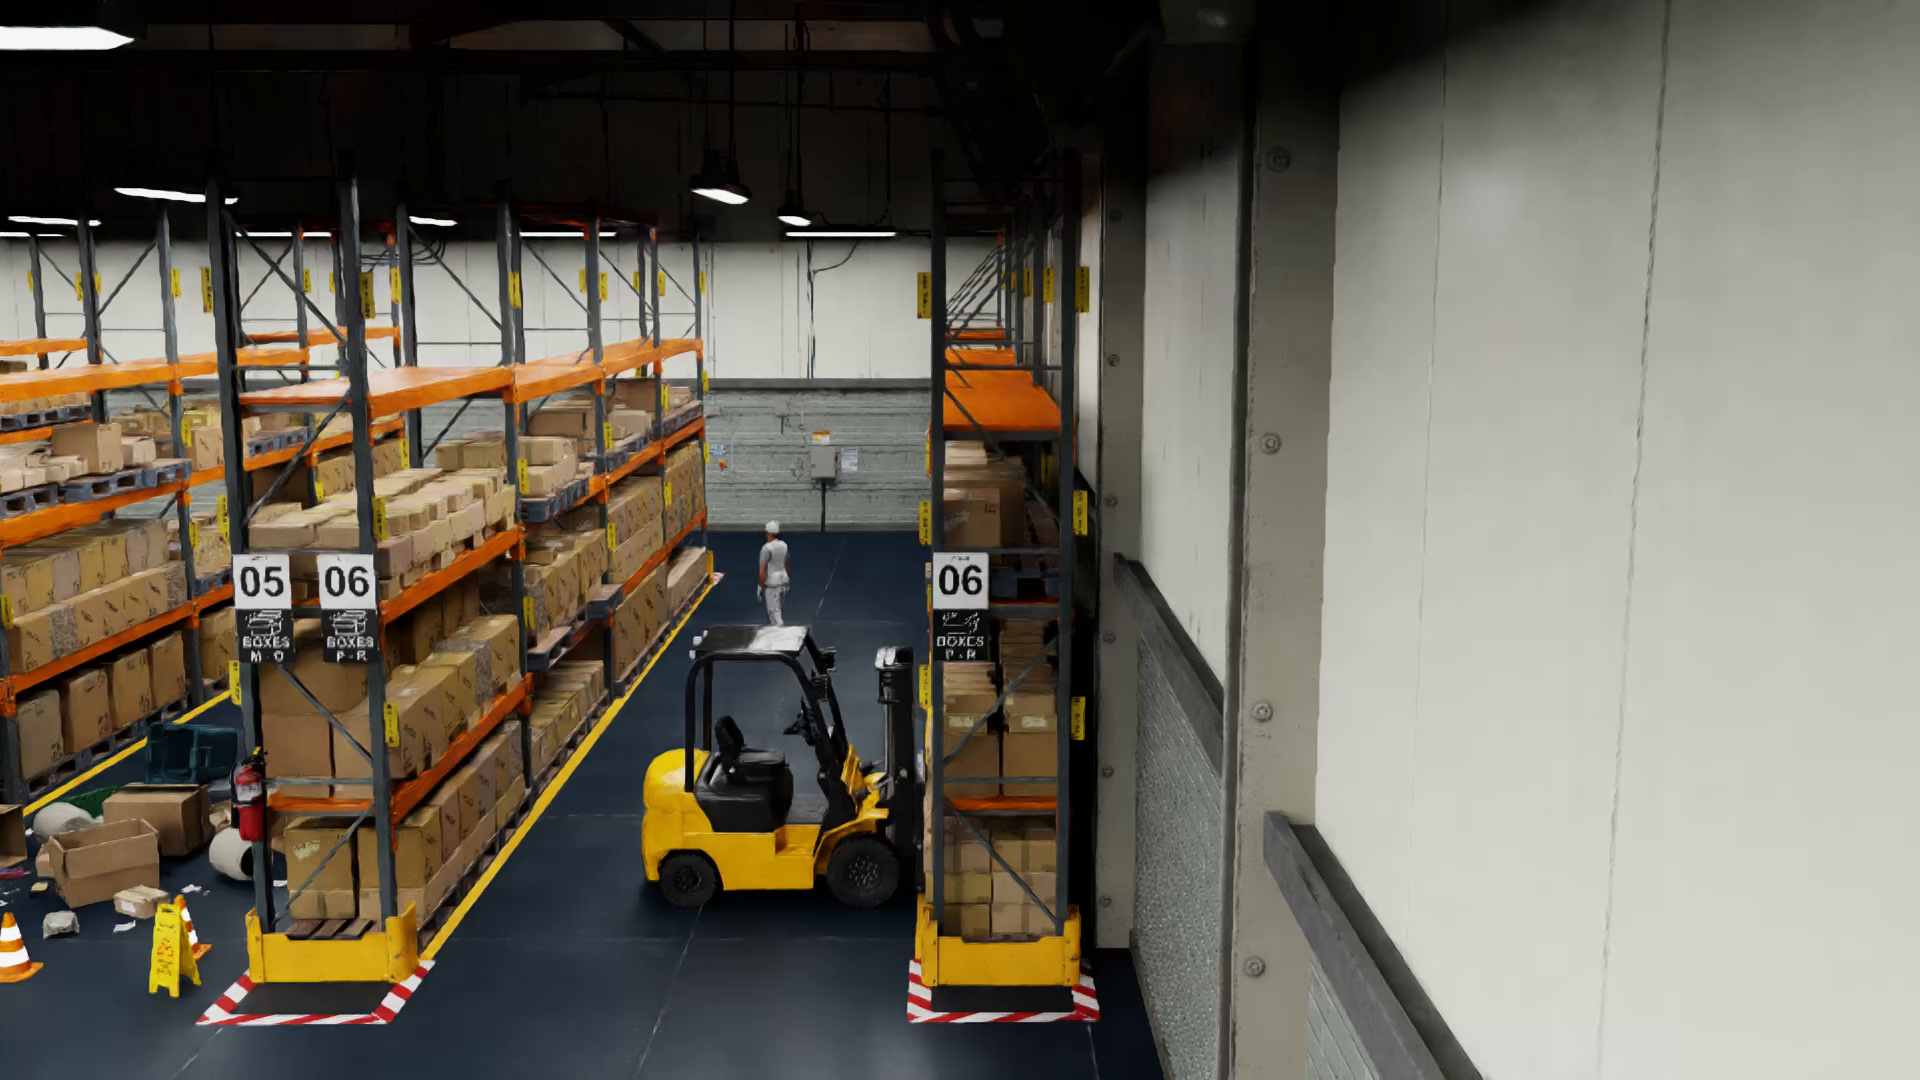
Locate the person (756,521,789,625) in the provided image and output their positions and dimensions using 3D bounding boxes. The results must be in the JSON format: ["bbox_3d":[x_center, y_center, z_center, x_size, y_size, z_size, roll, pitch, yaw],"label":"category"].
[{"bbox_3d":[-2.585,0.625,22.863,0.570,1.786,0.653,5,10,27],"label":"person"}]
